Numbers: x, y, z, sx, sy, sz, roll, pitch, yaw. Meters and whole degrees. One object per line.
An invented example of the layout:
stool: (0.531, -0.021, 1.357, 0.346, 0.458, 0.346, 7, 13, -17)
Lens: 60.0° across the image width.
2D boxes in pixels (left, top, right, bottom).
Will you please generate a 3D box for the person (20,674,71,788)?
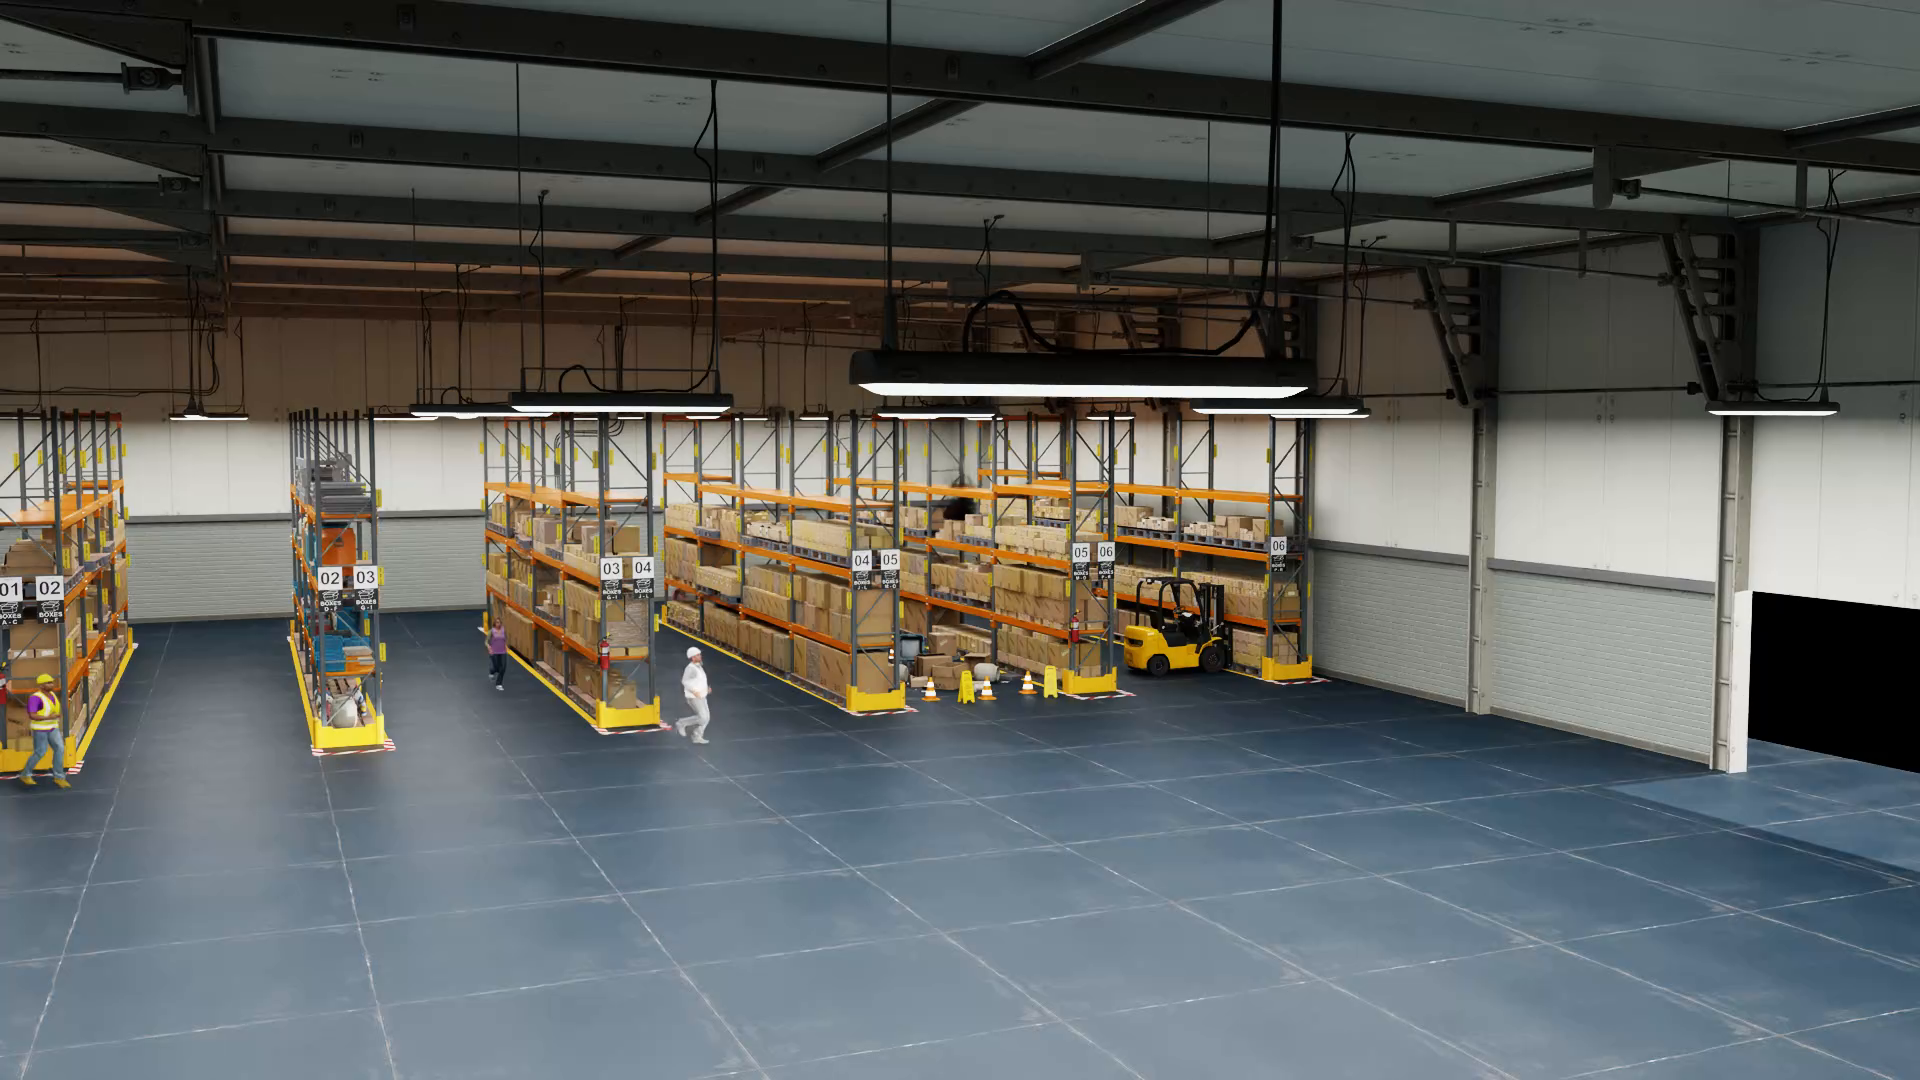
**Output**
person: (-14.401, 3.015, 26.147, 0.772, 1.831, 0.721, 1, 4, 9)

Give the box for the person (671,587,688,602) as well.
person: (-8.240, 1.443, 49.162, 0.842, 1.714, 0.564, -2, 4, -24)

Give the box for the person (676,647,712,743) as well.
person: (-4.766, 2.784, 29.774, 0.597, 1.733, 0.661, 1, 4, 8)

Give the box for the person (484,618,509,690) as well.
person: (-9.963, 2.451, 35.822, 0.537, 1.546, 0.549, -3, 5, -35)
